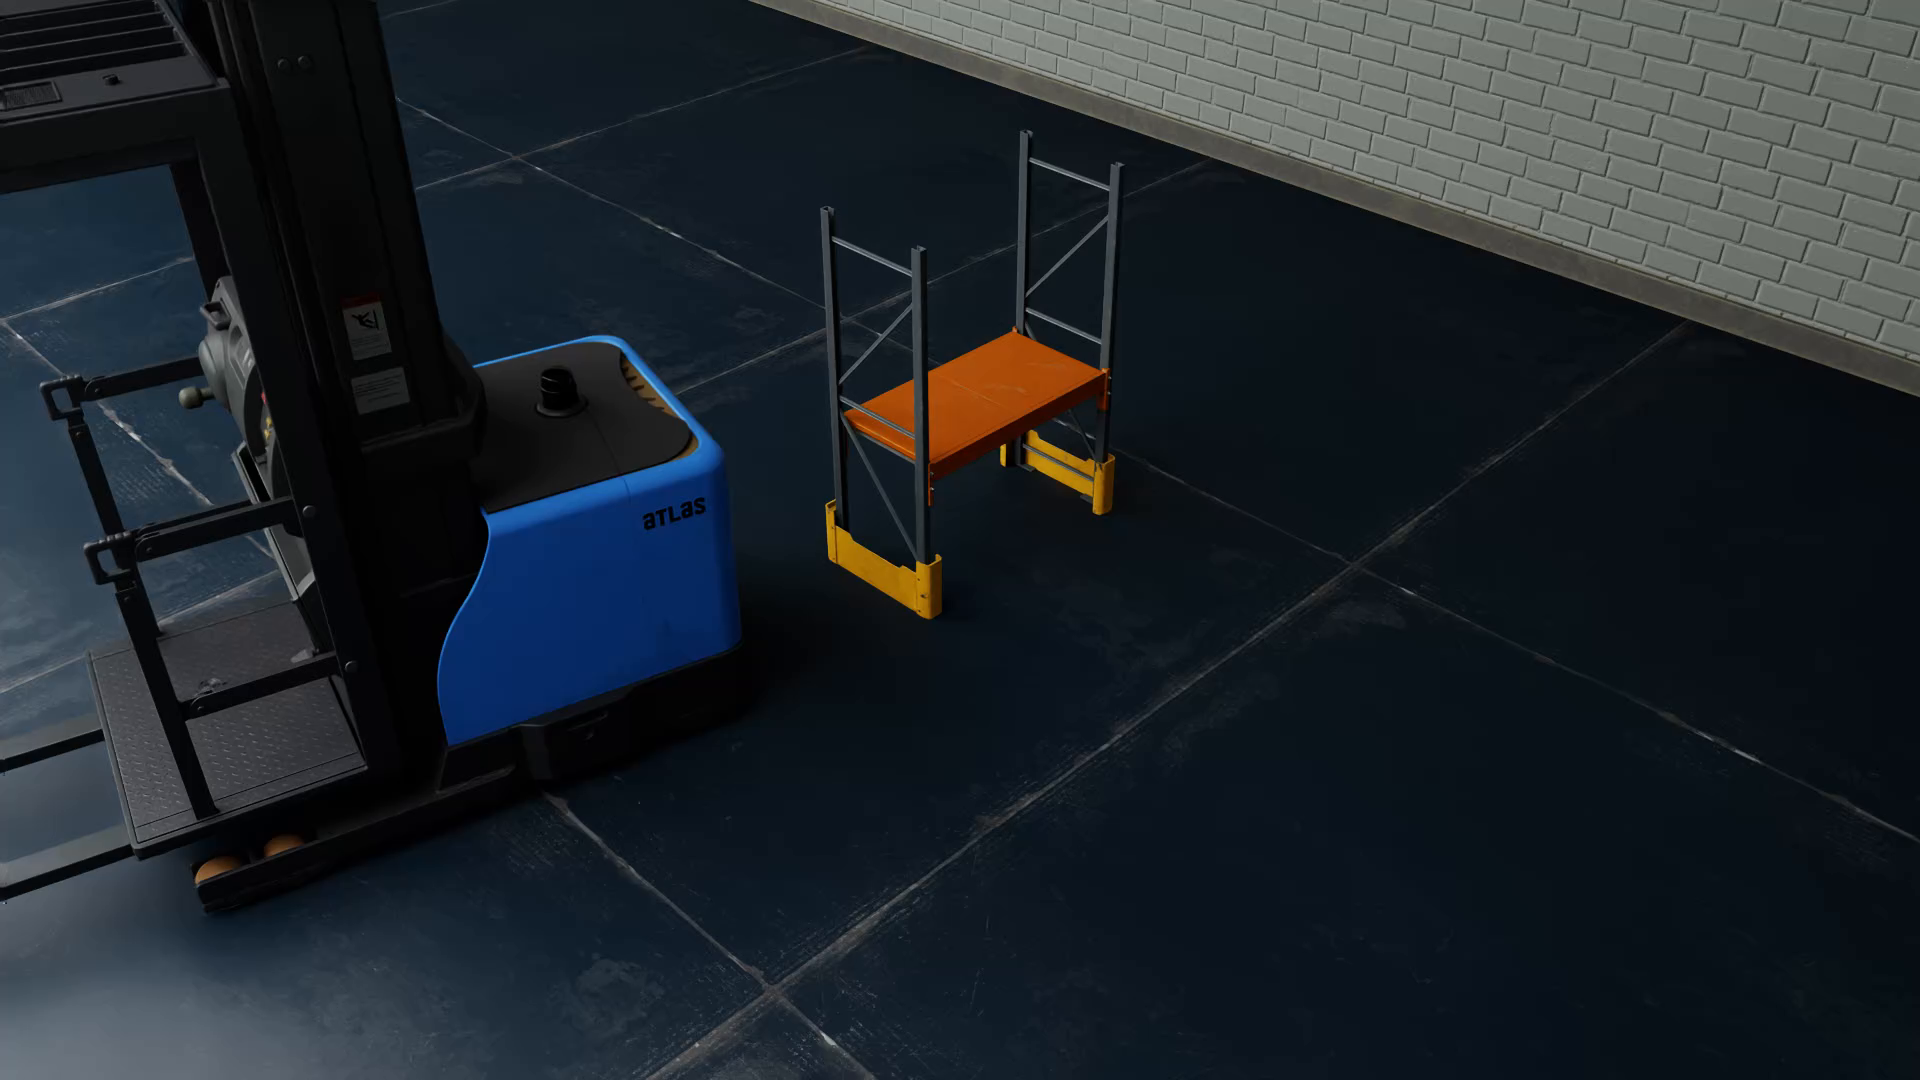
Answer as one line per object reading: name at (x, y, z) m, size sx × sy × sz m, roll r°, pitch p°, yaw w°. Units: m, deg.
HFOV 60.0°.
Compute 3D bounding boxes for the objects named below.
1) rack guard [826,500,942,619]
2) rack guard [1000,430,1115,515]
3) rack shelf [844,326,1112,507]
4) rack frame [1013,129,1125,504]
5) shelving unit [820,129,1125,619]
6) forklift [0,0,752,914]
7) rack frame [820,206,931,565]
rack guard at (-0.297, 0.069, 6.433) m, size 0.587 × 0.250 × 0.087 m, roll 30°, pitch 45°, yaw 35°
rack guard at (0.405, -0.336, 7.013) m, size 0.587 × 0.250 × 0.087 m, roll 30°, pitch 45°, yaw 35°
rack shelf at (0.060, -0.502, 6.474) m, size 0.538 × 0.185 × 1.000 m, roll 30°, pitch 45°, yaw 35°
rack frame at (0.418, -0.856, 6.667) m, size 0.500 × 1.500 × 0.032 m, roll 30°, pitch 45°, yaw 35°
shelving unit at (0.054, -0.646, 6.365) m, size 0.587 × 1.500 × 1.083 m, roll 30°, pitch 45°, yaw 35°
forklift at (-2.268, -0.412, 4.778) m, size 3.031 × 2.935 × 1.130 m, roll -19°, pitch 39°, yaw -25°
rack frame at (-0.298, -0.443, 6.075) m, size 0.500 × 1.500 × 0.032 m, roll 30°, pitch 45°, yaw 35°
